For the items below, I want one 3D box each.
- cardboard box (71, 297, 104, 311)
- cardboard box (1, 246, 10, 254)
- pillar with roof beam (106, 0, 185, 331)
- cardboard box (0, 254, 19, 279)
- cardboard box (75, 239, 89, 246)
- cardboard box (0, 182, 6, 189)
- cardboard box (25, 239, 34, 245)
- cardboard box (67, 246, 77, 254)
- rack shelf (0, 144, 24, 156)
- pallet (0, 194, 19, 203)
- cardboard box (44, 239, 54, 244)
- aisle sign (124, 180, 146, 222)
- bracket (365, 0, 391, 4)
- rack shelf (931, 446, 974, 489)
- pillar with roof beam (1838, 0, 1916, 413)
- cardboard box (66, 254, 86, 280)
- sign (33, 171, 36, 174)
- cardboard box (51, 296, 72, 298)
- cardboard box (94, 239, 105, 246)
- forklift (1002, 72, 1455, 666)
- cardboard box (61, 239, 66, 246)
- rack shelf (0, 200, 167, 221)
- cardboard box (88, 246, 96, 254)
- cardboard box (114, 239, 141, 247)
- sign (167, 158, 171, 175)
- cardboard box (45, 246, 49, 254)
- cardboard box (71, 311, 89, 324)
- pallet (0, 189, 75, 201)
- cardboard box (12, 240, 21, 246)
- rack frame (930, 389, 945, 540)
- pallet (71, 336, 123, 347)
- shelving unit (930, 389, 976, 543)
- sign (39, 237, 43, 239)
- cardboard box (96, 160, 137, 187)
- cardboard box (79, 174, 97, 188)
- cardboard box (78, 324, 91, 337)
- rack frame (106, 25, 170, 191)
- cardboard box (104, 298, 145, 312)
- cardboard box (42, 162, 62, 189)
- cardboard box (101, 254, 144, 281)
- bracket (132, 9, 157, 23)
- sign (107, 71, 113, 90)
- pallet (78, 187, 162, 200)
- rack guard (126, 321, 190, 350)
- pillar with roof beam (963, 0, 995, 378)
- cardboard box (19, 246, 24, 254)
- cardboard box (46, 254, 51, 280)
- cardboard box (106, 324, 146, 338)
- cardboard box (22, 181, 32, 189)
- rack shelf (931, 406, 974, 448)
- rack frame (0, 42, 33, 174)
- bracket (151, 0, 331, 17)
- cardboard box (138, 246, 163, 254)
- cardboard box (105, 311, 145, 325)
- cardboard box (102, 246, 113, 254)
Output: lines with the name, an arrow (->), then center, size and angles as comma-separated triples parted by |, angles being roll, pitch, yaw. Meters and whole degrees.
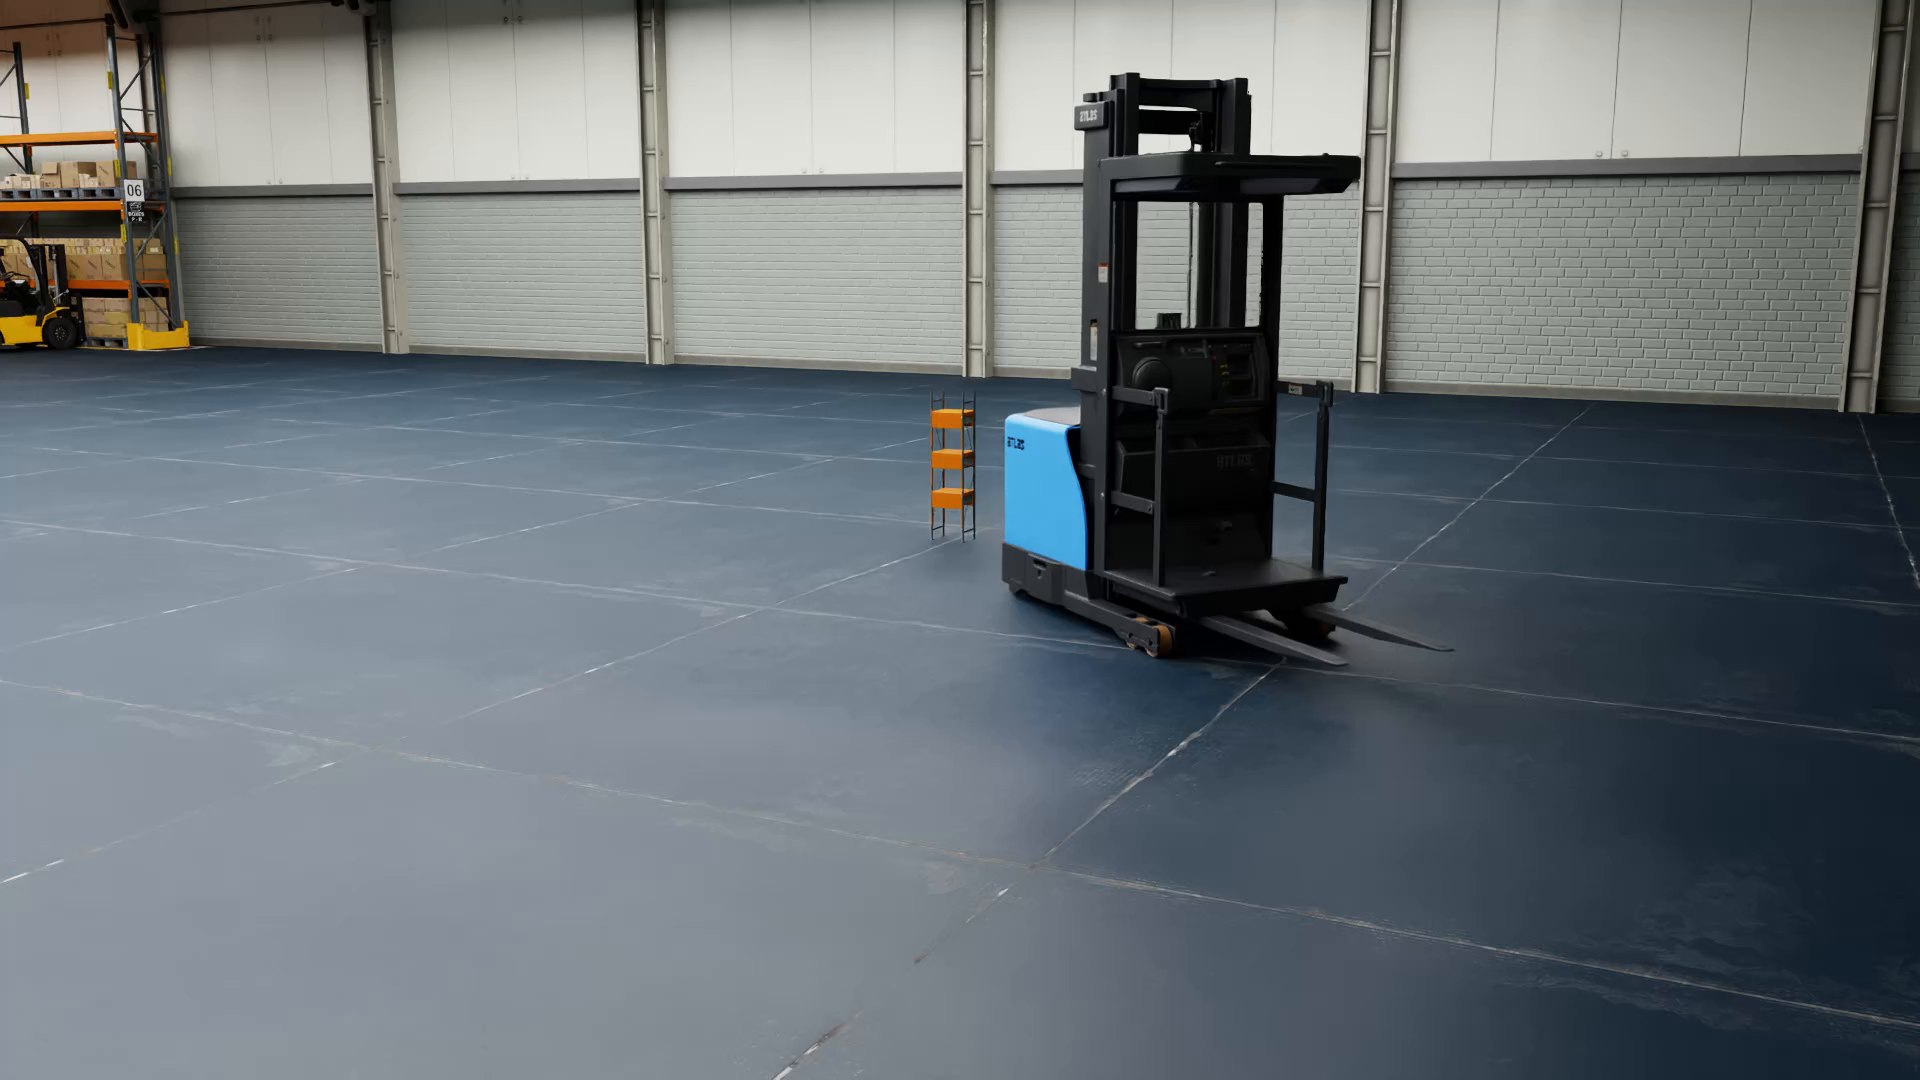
cardboard box -> -17.103, -4.635, 32.652 | 0.500, 0.250, 0.500 | 5, 11, 27
cardboard box -> -19.052, -5.842, 33.485 | 0.250, 0.149, 0.380 | 5, 11, 25
pillar with roof beam -> -17.765, -7.689, 28.946 | 0.548, 9.000, 9.100 | 5, 11, 26
cardboard box -> -18.939, -5.513, 33.490 | 0.500, 0.500, 0.500 | 5, 11, 24
cardboard box -> -17.003, -5.800, 32.417 | 0.250, 0.149, 0.380 | 5, 12, 27
cardboard box -> -18.953, -7.065, 33.168 | 0.250, 0.149, 0.380 | 5, 12, 27
cardboard box -> -18.374, -5.921, 33.088 | 0.250, 0.149, 0.380 | 5, 12, 27
cardboard box -> -17.230, -5.674, 32.555 | 0.250, 0.149, 0.380 | 5, 11, 26
rack shelf -> -21.015, -8.100, 34.358 | 4.000, 0.370, 1.077 | 5, 11, 26
pallet -> -20.018, -6.990, 34.045 | 1.217, 0.209, 0.805 | 5, 11, 24
cardboard box -> -17.877, -5.894, 32.938 | 0.250, 0.149, 0.380 | 5, 11, 26
aisle sign -> -15.705, -6.453, 31.661 | 0.004, 0.787, 0.394 | 5, 11, 26
bracket -> -10.264, -9.585, 29.318 | 0.430, 0.232, 0.235 | 5, 11, 26
rack shelf -> -0.048, -0.510, 11.662 | 0.240, 0.259, 0.215 | 5, 11, 26
pillar with roof beam -> 9.139, -5.325, 15.884 | 0.400, 9.000, 9.100 | 5, 11, 26
cardboard box -> -17.113, -5.354, 32.611 | 0.500, 0.500, 0.500 | 5, 11, 25
sign -> -18.977, -7.399, 34.092 | 0.005, 0.325, 0.100 | 5, 11, 26
cardboard box -> -18.021, -4.719, 33.115 | 0.500, 0.250, 0.500 | 5, 12, 28
cardboard box -> -16.530, -5.766, 32.227 | 0.250, 0.149, 0.380 | 5, 12, 27
forklift -> 1.338, -0.935, 8.666 | 1.130, 2.935, 3.031 | -5, 11, -25
cardboard box -> -17.427, -5.855, 32.720 | 0.250, 0.149, 0.380 | 5, 11, 27
rack shelf -> -17.428, -6.505, 32.848 | 4.000, 0.370, 1.077 | 5, 11, 26
cardboard box -> -16.734, -5.643, 32.388 | 0.250, 0.149, 0.380 | 5, 11, 25
cardboard box -> -16.049, -5.735, 32.057 | 0.250, 0.149, 0.380 | 5, 11, 26
sign -> -15.383, -7.259, 32.316 | 0.005, 0.325, 0.100 | 5, 11, 26
cardboard box -> -17.917, -5.737, 32.902 | 0.250, 0.149, 0.380 | 5, 11, 24
cardboard box -> -17.126, -4.392, 32.714 | 0.500, 0.250, 0.500 | 5, 11, 25
pallet -> -18.445, -6.910, 33.314 | 1.213, 0.211, 1.003 | 5, 11, 26
cardboard box -> -18.784, -5.980, 33.410 | 0.250, 0.149, 0.380 | 5, 11, 27
rack frame -> -0.157, -0.530, 11.713 | 0.008, 1.050, 0.200 | 5, 11, 26
pallet -> -17.429, -4.003, 33.257 | 1.213, 0.211, 1.003 | 5, 11, 26
shelving unit -> -0.048, -0.521, 11.660 | 0.252, 1.050, 0.215 | 5, 11, 26
sign -> -18.977, -6.094, 34.329 | 0.005, 0.325, 0.100 | 5, 11, 26
cardboard box -> -16.139, -7.003, 31.836 | 0.500, 0.500, 0.500 | 5, 12, 28
cardboard box -> -16.739, -6.928, 32.082 | 0.258, 0.266, 0.396 | 5, 11, 26
cardboard box -> -17.082, -4.147, 32.765 | 0.500, 0.250, 0.500 | 5, 11, 26
rack frame -> -15.634, -8.178, 31.646 | 0.127, 3.000, 1.000 | 5, 11, 26
cardboard box -> -16.185, -4.558, 32.224 | 0.500, 0.250, 0.500 | 5, 12, 28
cardboard box -> -17.521, -7.153, 32.658 | 0.637, 0.503, 0.797 | 5, 12, 28
cardboard box -> -16.192, -5.272, 32.154 | 0.500, 0.500, 0.500 | 5, 11, 25
bracket -> -15.645, -10.058, 31.930 | 0.430, 0.232, 0.235 | 5, 11, 26
sign -> -15.887, -8.591, 31.083 | 0.005, 0.325, 0.100 | 5, 11, 26
pallet -> -16.257, -6.718, 32.252 | 1.213, 0.211, 1.003 | 5, 11, 26
rack guard -> -15.613, -3.994, 32.393 | 0.348, 0.500, 1.175 | 5, 11, 26
pillar with roof beam -> -1.623, -6.270, 21.109 | 0.400, 9.000, 9.100 | 5, 11, 26
cardboard box -> -18.573, -5.806, 33.284 | 0.250, 0.149, 0.380 | 5, 11, 26
cardboard box -> -18.010, -5.435, 33.058 | 0.500, 0.500, 0.500 | 5, 11, 25
cardboard box -> -16.195, -4.066, 32.314 | 0.500, 0.250, 0.500 | 5, 11, 26
cardboard box -> -18.264, -7.005, 32.833 | 0.250, 0.149, 0.380 | 5, 12, 28
rack shelf -> -0.048, -0.790, 11.611 | 0.240, 0.259, 0.215 | 5, 11, 26
rack frame -> -19.221, -8.493, 33.388 | 0.127, 3.000, 1.000 | 5, 11, 26
bracket -> -13.319, -9.854, 30.801 | 4.783, 0.066, 0.076 | 5, 11, 26
cardboard box -> -15.824, -5.662, 32.491 | 0.250, 0.149, 0.380 | 5, 11, 24
cardboard box -> -16.209, -4.314, 32.280 | 0.500, 0.250, 0.500 | 5, 11, 25
cardboard box -> -16.312, -5.592, 32.103 | 0.250, 0.149, 0.380 | 5, 12, 27
